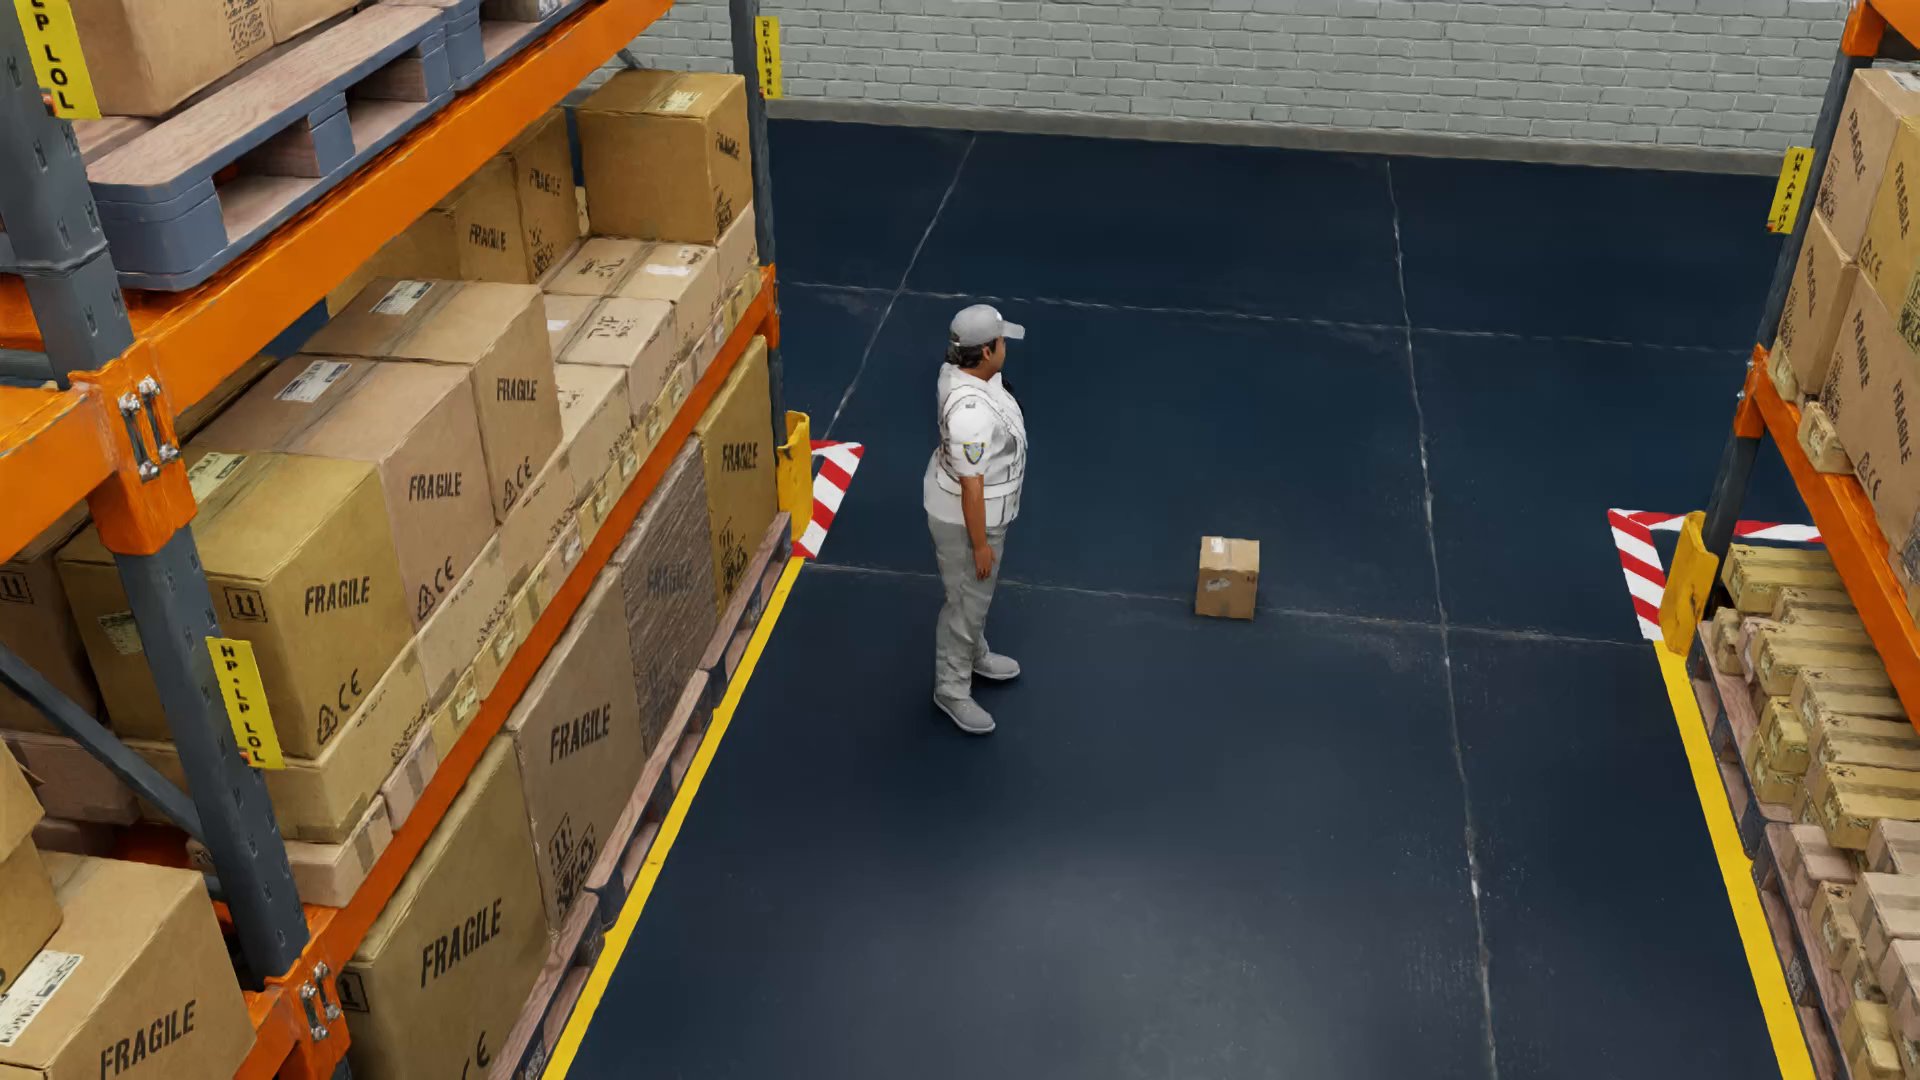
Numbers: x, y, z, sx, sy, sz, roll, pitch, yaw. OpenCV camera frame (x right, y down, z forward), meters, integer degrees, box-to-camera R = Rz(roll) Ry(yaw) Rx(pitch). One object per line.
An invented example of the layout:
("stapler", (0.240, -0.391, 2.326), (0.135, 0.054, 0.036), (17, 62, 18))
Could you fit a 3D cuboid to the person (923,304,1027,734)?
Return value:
("person", (0.051, -0.098, 6.249), (0.386, 1.675, 0.564), (0, 33, 1))
